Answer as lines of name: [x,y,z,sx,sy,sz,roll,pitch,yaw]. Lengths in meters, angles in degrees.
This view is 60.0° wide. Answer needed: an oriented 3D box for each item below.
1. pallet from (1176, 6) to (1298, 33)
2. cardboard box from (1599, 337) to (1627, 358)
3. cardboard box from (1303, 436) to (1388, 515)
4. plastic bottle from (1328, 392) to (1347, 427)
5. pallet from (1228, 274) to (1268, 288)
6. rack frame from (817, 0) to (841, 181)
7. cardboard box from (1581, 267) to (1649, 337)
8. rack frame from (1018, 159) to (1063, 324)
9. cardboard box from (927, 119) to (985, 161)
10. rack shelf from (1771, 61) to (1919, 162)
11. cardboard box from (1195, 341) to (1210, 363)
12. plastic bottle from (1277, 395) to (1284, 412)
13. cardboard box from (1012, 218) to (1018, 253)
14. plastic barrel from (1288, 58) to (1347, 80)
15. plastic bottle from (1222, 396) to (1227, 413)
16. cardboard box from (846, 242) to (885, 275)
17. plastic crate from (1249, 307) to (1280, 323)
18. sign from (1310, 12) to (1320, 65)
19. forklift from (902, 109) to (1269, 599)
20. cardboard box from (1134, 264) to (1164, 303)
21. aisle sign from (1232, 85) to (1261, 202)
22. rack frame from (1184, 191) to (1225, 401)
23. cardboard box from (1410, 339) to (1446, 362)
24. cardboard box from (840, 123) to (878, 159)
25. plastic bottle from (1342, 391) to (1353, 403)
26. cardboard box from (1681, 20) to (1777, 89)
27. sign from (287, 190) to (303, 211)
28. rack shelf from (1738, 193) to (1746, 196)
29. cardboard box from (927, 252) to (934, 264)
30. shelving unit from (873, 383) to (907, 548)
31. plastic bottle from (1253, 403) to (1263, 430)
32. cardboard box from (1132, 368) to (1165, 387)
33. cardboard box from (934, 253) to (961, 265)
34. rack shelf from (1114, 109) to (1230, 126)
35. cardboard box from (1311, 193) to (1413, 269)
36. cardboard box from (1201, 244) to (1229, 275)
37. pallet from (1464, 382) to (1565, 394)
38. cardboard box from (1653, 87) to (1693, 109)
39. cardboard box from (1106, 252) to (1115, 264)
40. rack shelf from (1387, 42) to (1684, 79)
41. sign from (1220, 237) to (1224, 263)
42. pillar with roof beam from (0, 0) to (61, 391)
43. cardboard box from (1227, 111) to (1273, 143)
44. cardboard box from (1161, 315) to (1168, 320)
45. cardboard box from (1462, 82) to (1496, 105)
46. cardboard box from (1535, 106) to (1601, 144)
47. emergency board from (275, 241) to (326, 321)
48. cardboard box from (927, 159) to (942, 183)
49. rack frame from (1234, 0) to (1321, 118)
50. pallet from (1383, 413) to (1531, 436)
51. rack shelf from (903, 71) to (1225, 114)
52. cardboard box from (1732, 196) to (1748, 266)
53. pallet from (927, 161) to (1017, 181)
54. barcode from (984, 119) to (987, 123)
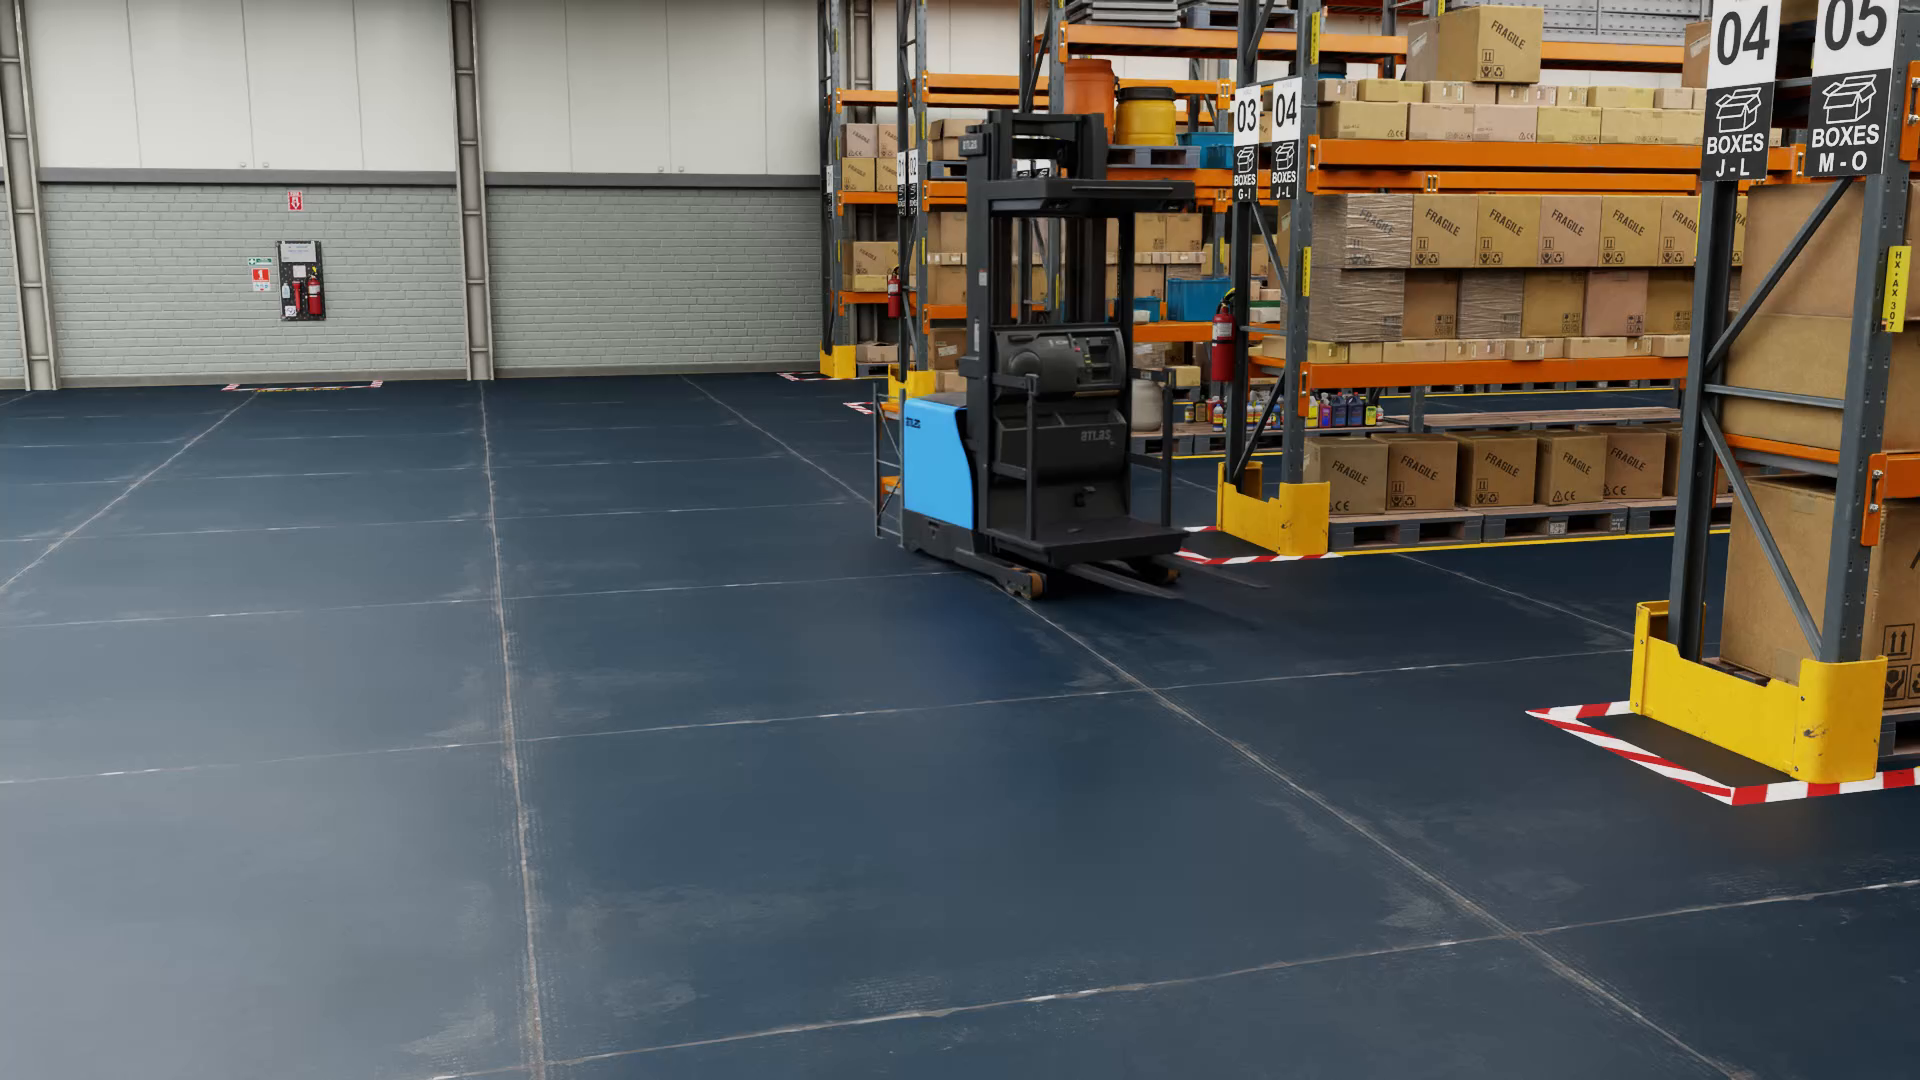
pallet: [2.665,-5.082,16.421,1.213,0.211,1.003,-3,11,-16]
cardboard box: [4.668,-1.428,12.215,0.250,0.149,0.380,-3,11,-16]
cardboard box: [2.770,-0.472,12.070,0.500,0.500,0.500,-1,10,-5]
plastic bottle: [3.900,-1.351,17.200,0.185,0.351,0.144,-4,11,-19]
pallet: [5.039,-4.305,27.678,1.003,0.211,1.213,-3,11,-16]
rack frame: [-1.987,-7.000,25.215,0.127,3.000,1.000,-3,11,-16]
cardboard box: [4.615,-1.790,12.387,0.500,0.500,0.875,-3,11,-16]
rack frame: [0.782,-2.327,16.403,0.127,3.000,1.000,-3,11,-16]
cardboard box: [-0.046,-5.018,20.904,0.637,0.503,0.797,-2,11,-12]
rack shelf: [5.376,-1.821,7.358,4.000,0.370,1.077,-3,11,-16]
cardboard box: [3.550,-2.591,22.723,0.500,0.311,0.500,-3,11,-16]
plastic bottle: [3.419,-1.412,17.752,0.097,0.271,0.097,0,10,0]
cardboard box: [0.407,-3.927,21.235,0.500,0.500,0.700,-3,11,-17]
plastic barrel: [3.637,-4.426,16.975,0.708,0.901,0.600,-3,11,-16]
plastic bottle: [2.805,-1.388,17.610,0.135,0.276,0.152,-3,11,-18]
cardboard box: [-1.445,-4.326,25.549,0.500,0.500,0.500,-3,11,-16]
plastic crate: [3.134,-2.274,16.841,0.437,0.136,0.530,-3,11,-16]
sign: [2.318,-3.277,10.863,0.005,0.325,0.100,-3,11,-16]
forklift: [0.740,-1.173,10.324,1.130,2.935,3.031,-6,12,-28]
cardboard box: [2.312,-3.389,21.893,0.500,0.500,0.700,-3,11,-17]
aisle sign: [2.023,-2.794,11.757,0.004,0.787,0.394,-3,11,-16]
rack frame: [3.241,-3.391,22.181,0.127,3.000,1.000,-3,11,-16]
cardboard box: [3.230,-1.351,11.795,0.250,0.149,0.380,-3,11,-16]
cardboard box: [-1.550,-6.053,25.262,0.500,0.500,0.500,-4,11,-20]
plastic bottle: [4.044,-1.386,17.389,0.185,0.351,0.144,-3,11,-16]
cardboard box: [5.646,-3.518,12.108,0.500,0.500,0.500,-3,11,-18]
sign: [-9.737,-4.970,24.356,0.199,0.298,0.001,-3,11,-16]
rack shelf: [12.843,-5.018,24.723,4.000,0.370,1.077,-3,11,-16]
cardboard box: [-0.286,-3.609,21.298,0.250,0.149,0.380,-3,11,-17]
shelving unit: [-0.044,-0.580,12.089,1.048,1.125,0.538,-5,12,-26]
plastic bottle: [3.035,-1.262,16.936,0.097,0.271,0.097,0,10,0]
cardboard box: [2.374,-2.160,21.930,0.500,0.250,0.500,-3,11,-16]
cardboard box: [-0.162,-3.539,20.918,0.250,0.149,0.380,-3,11,-16]
rack shelf: [3.773,-6.753,26.965,4.000,0.370,1.077,-3,11,-16]
cardboard box: [2.770,-2.134,11.493,0.500,0.500,0.500,-3,11,-16]
cardboard box: [4.055,-4.627,27.406,0.500,0.500,0.700,-3,11,-16]
pallet: [7.809,-2.253,23.702,1.213,0.211,1.003,-3,11,-16]
cardboard box: [5.019,-3.156,11.931,0.250,0.149,0.380,-3,11,-18]
cardboard box: [1.821,-3.644,21.488,0.250,0.149,0.380,-3,11,-14]
rack shelf: [6.542,-5.031,17.610,4.000,0.370,1.077,-3,11,-16]
sign: [3.398,-3.759,21.572,0.005,0.325,0.100,-3,11,-16]
pillar with roof beam: [-11.876,-5.830,18.860,0.400,9.000,9.100,-3,11,-16]
cardboard box: [3.845,-5.392,21.949,0.500,0.500,0.500,-3,11,-15]
cardboard box: [3.476,-3.698,27.465,0.500,0.250,0.500,-3,11,-18]
cardboard box: [3.495,-3.081,11.525,0.250,0.149,0.380,-3,11,-16]
cardboard box: [4.169,-2.926,11.784,0.500,0.250,0.500,-3,11,-14]
emergency board: [-9.701,-3.813,24.474,0.643,1.169,0.194,-3,11,-16]
cardboard box: [-0.573,-5.605,25.592,0.500,0.500,0.500,-2,11,-13]
rack frame: [2.166,-4.417,11.183,0.127,3.000,1.000,-3,11,-16]
pallet: [5.365,-1.205,18.007,1.213,0.211,1.003,-3,11,-16]
rack shelf: [1.321,-5.690,21.189,4.000,0.370,1.077,-3,11,-16]
cardboard box: [5.651,-2.285,12.315,0.500,0.500,0.500,-3,11,-16]
pallet: [0.087,-4.651,20.988,1.213,0.211,1.003,-3,11,-16]
barcode: [0.398,-6.666,26.438,0.075,0.075,0.001,-3,11,-16]
